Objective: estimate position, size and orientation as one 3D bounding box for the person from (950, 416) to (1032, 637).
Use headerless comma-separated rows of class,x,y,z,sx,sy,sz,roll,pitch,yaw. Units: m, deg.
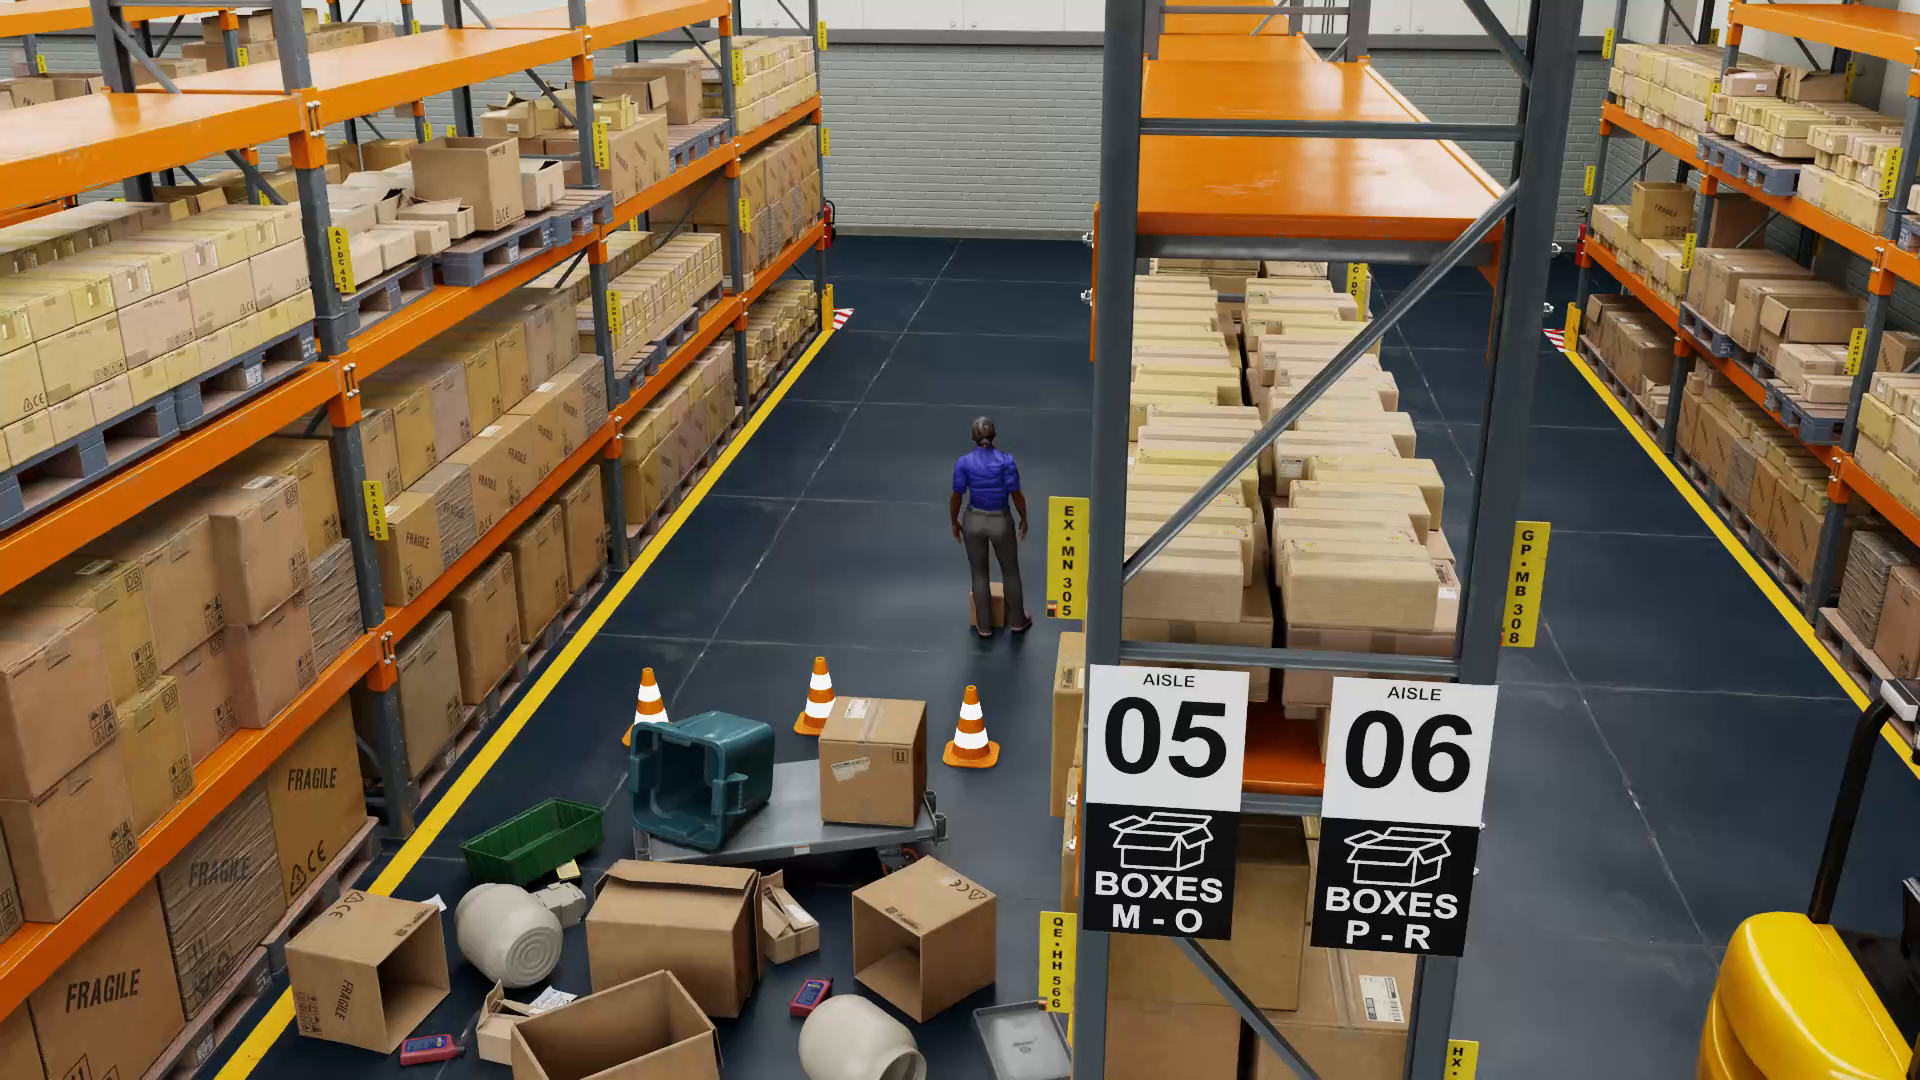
person,0.225,-0.118,11.768,0.570,1.654,0.504,3,21,6
